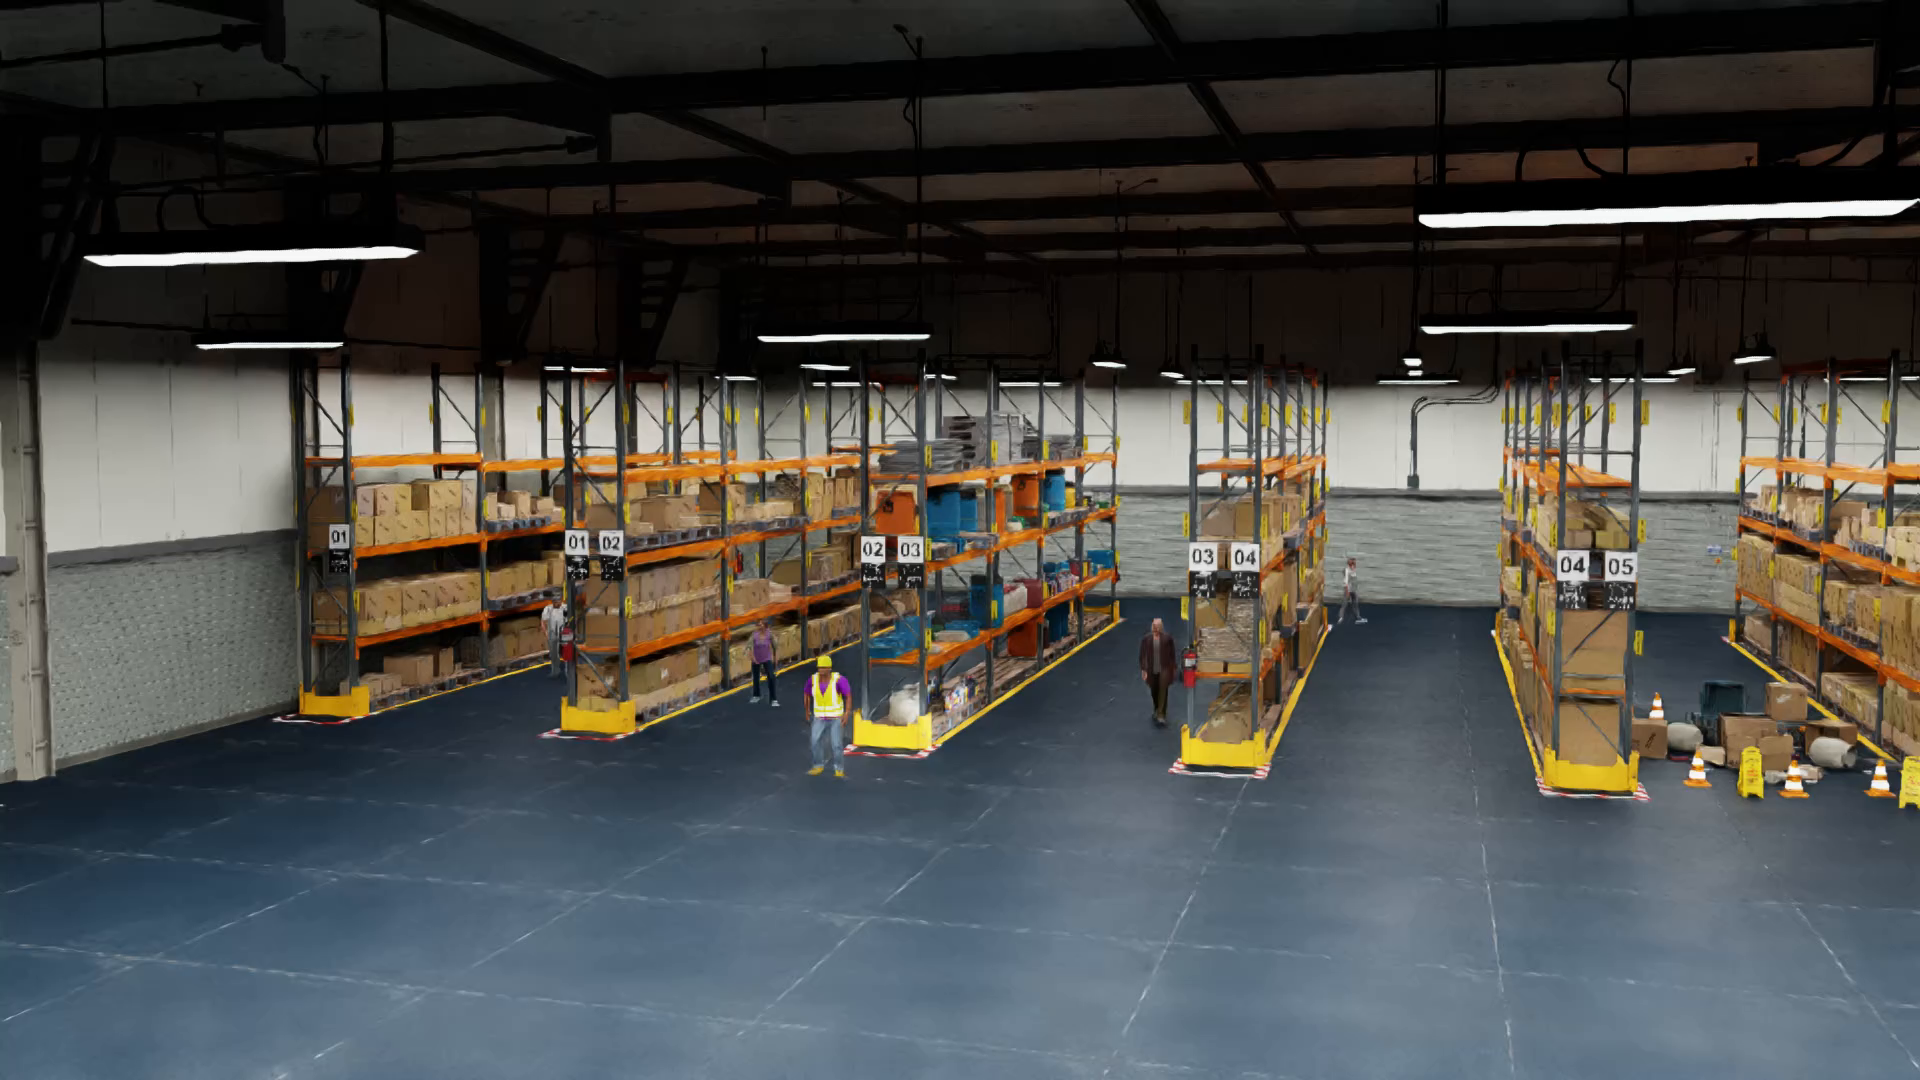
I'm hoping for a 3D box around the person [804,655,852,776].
[{"bbox_3d":[-1.840,2.431,22.993,0.719,1.714,0.578,1,4,14],"label":"person"}]

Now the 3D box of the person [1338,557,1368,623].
[{"bbox_3d":[9.403,1.205,39.930,0.638,1.586,0.529,-4,6,-40],"label":"person"}]

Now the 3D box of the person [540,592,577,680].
[{"bbox_3d":[-7.551,1.793,31.411,0.700,1.690,0.863,0,4,-1],"label":"person"}]

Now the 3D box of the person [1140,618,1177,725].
[{"bbox_3d":[3.211,2.163,27.081,0.598,1.583,1.193,1,5,18],"label":"person"}]

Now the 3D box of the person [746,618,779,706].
[{"bbox_3d":[-3.393,2.077,28.656,0.566,1.528,0.767,0,4,-4],"label":"person"}]
